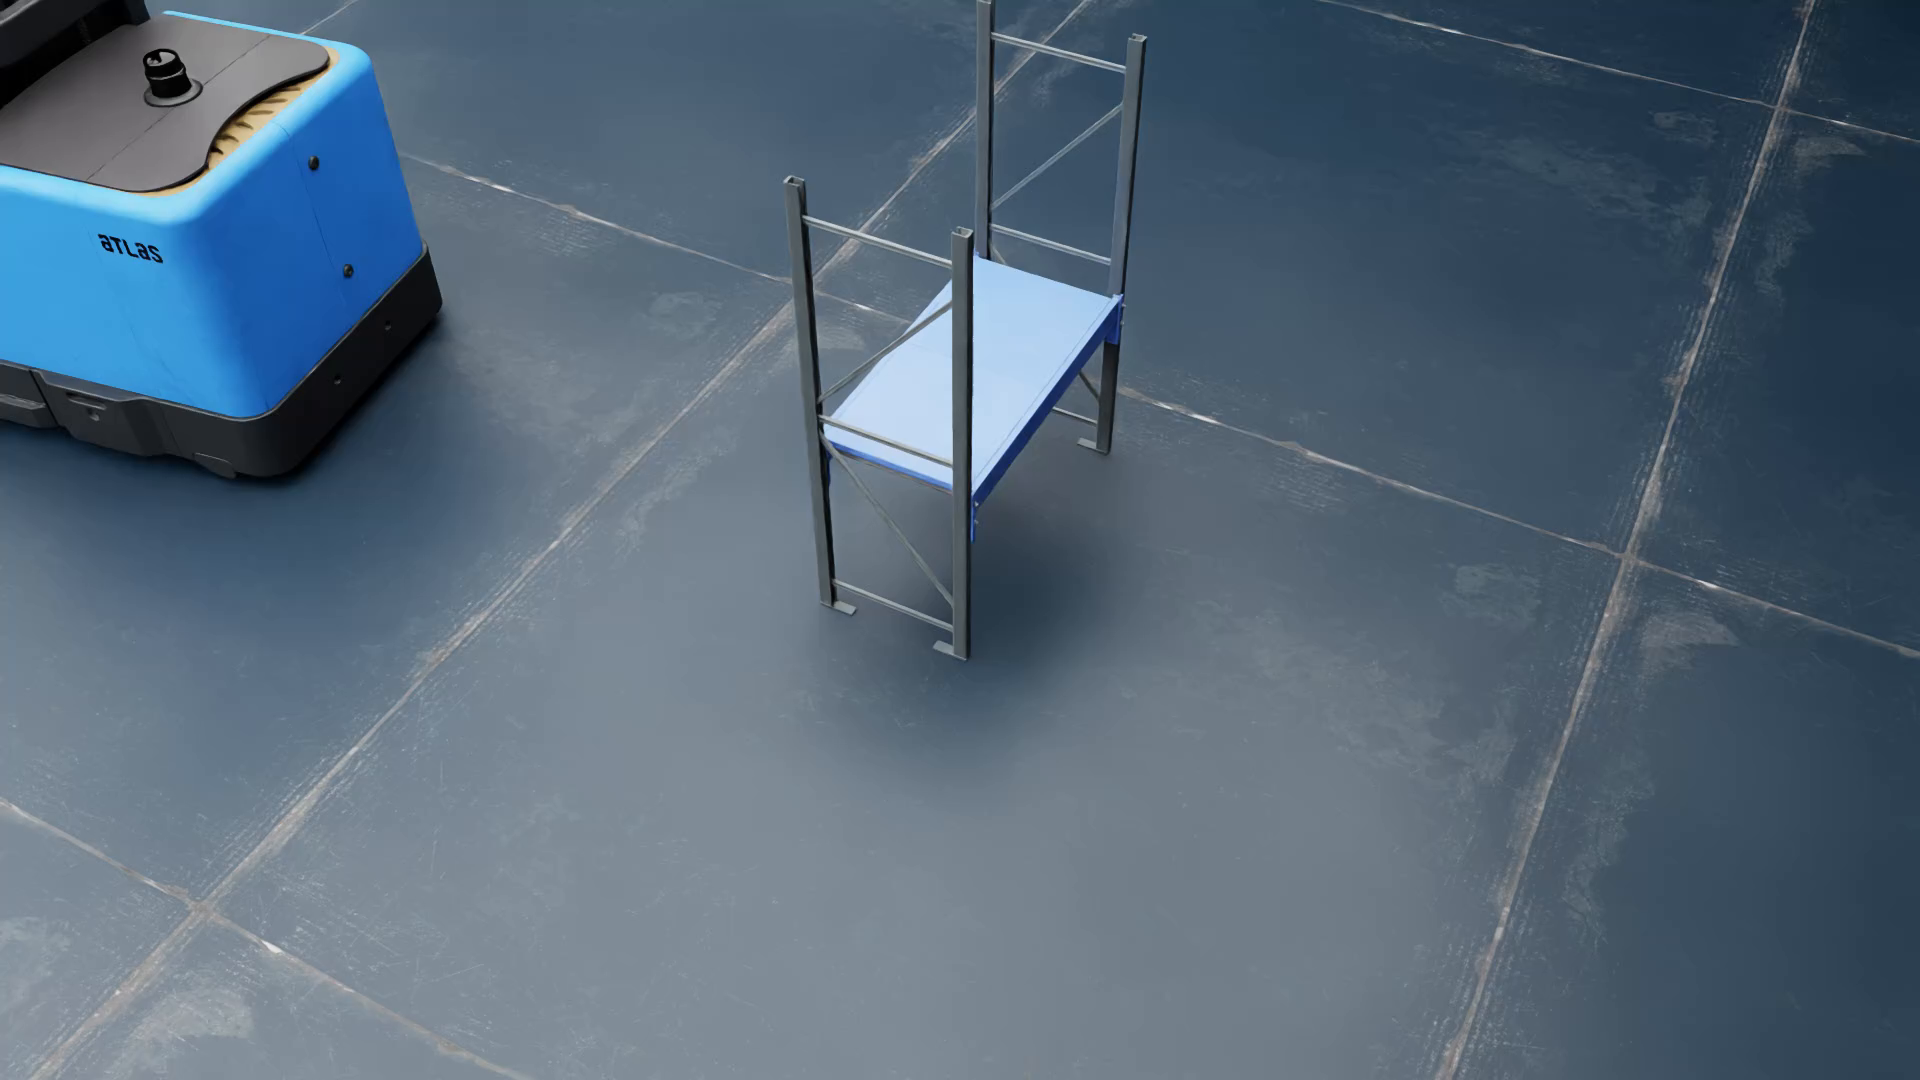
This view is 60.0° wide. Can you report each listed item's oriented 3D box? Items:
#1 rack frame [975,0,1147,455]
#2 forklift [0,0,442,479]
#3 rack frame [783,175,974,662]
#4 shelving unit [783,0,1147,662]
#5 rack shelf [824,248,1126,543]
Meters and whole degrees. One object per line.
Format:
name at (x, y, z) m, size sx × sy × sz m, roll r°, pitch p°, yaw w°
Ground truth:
rack frame at (0.276, -0.901, 5.086) m, size 0.500 × 1.500 × 0.032 m, roll 20°, pitch 49°, yaw 19°
forklift at (-3.437, -1.862, 5.029) m, size 3.031 × 2.935 × 1.130 m, roll 14°, pitch 47°, yaw 13°
rack frame at (-0.196, -0.261, 4.453) m, size 0.500 × 1.500 × 0.032 m, roll 20°, pitch 49°, yaw 19°
shelving unit at (0.040, -0.581, 4.770) m, size 0.538 × 1.500 × 1.048 m, roll 20°, pitch 49°, yaw 19°
rack shelf at (0.040, -0.455, 4.898) m, size 0.538 × 0.185 × 1.000 m, roll 20°, pitch 49°, yaw 19°
